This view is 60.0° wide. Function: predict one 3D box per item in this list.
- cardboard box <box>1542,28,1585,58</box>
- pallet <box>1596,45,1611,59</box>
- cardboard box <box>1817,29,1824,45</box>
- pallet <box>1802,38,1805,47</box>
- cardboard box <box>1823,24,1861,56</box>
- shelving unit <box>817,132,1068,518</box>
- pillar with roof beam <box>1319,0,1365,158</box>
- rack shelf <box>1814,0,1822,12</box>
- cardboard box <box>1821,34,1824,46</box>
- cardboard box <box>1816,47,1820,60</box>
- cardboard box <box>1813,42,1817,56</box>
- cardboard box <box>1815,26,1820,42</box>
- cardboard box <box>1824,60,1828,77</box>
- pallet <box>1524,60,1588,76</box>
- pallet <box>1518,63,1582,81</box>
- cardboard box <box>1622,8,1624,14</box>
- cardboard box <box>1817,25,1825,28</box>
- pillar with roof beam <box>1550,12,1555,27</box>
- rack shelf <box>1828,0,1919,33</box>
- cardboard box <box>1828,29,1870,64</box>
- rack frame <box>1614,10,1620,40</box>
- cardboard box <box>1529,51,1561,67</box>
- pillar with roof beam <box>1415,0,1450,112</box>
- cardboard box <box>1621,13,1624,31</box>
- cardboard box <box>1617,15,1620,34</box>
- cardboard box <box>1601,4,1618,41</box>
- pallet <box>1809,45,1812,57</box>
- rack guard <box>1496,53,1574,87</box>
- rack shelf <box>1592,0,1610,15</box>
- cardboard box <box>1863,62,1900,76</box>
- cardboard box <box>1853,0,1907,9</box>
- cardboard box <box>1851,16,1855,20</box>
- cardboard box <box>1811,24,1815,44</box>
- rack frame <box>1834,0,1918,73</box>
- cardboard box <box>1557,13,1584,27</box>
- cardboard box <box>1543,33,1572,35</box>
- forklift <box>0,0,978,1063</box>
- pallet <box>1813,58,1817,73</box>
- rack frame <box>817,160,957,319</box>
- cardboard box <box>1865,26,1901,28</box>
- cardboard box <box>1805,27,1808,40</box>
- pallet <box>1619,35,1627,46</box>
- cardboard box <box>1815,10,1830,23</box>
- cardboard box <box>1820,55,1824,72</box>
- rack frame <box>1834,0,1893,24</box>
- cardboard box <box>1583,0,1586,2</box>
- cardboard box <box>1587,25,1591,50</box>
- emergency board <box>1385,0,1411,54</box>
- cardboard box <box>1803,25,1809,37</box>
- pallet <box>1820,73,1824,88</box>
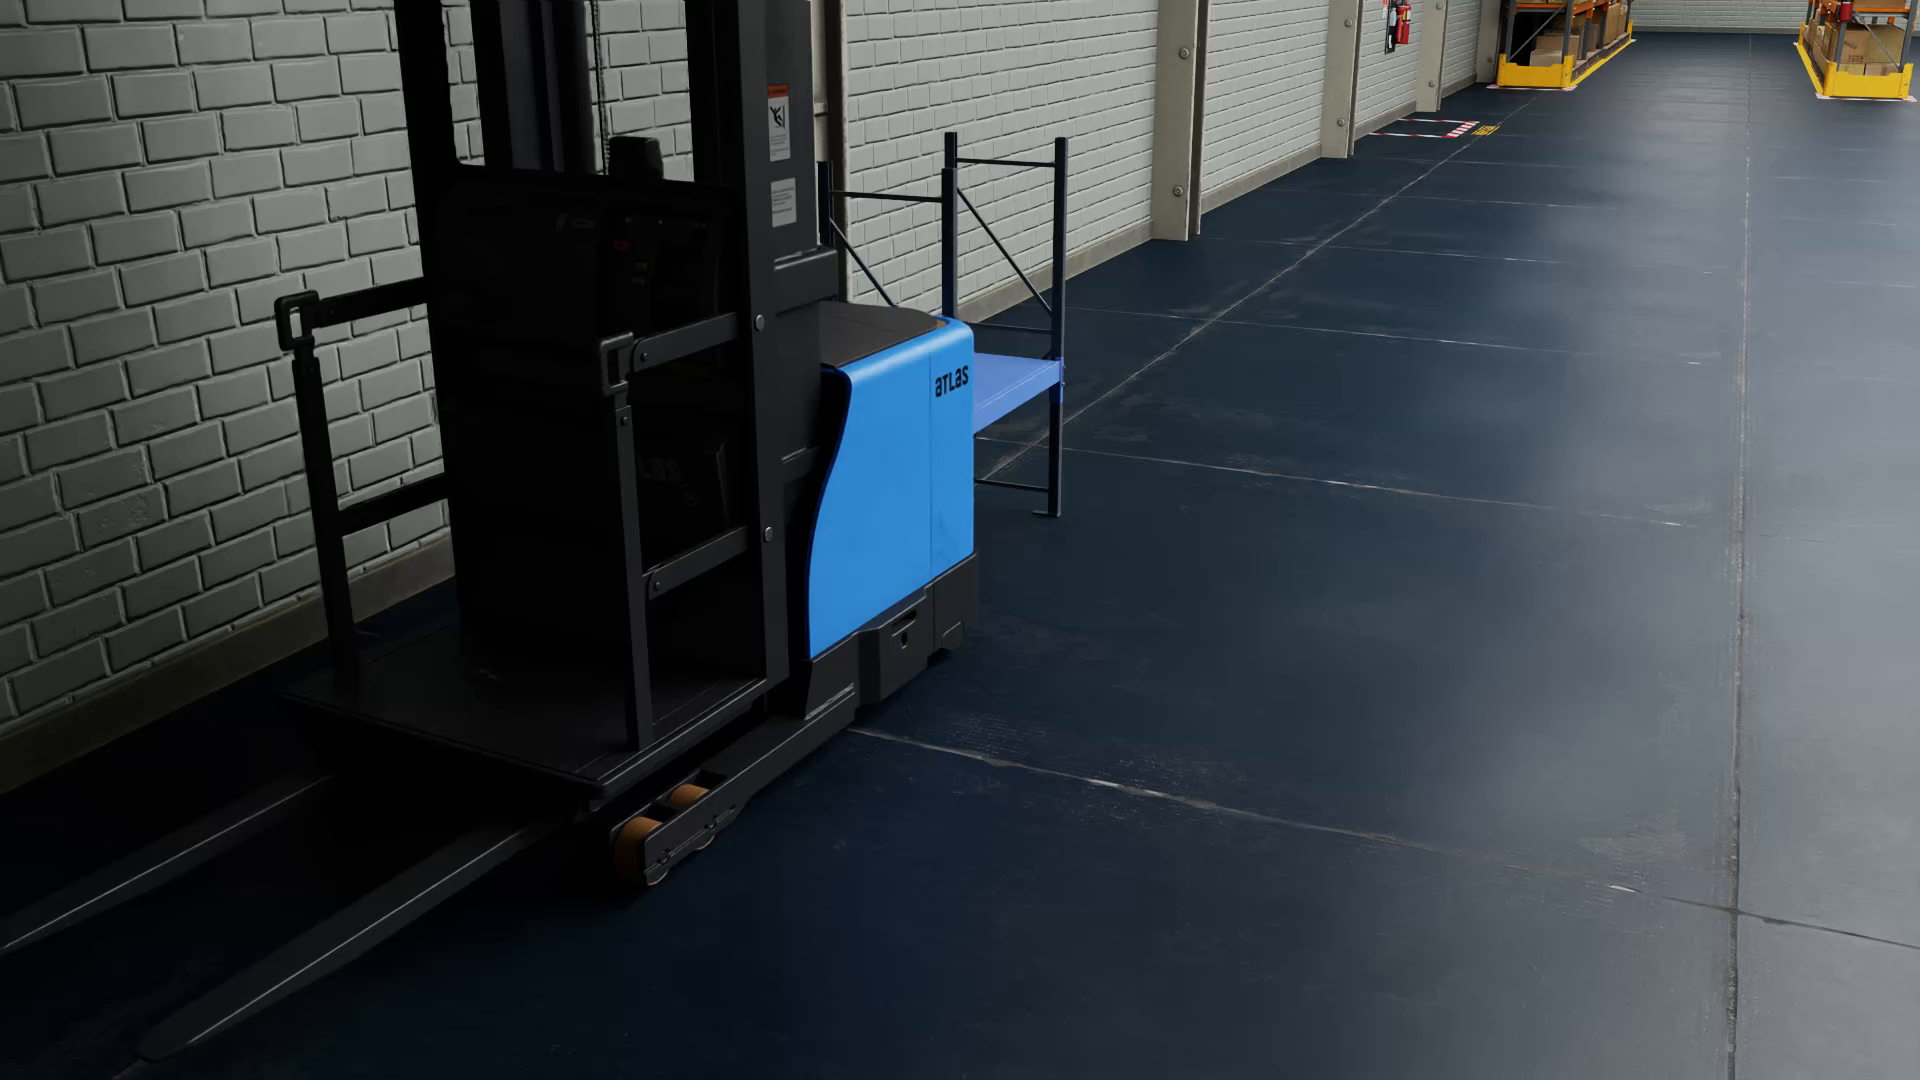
[{"bbox_3d":[11.515,-9.501,31.782,0.700,0.500,0.500,9,22,25],"label":"cardboard box"},{"bbox_3d":[13.258,-10.384,35.352,1.003,0.211,1.213,9,21,23],"label":"pallet"},{"bbox_3d":[16.276,-9.361,30.953,0.500,0.311,0.500,8,21,22],"label":"cardboard box"},{"bbox_3d":[20.306,-11.653,38.921,1.003,0.211,1.213,9,21,23],"label":"pallet"},{"bbox_3d":[14.864,-8.417,28.017,0.500,0.500,0.500,9,21,23],"label":"cardboard box"},{"bbox_3d":[-0.035,-0.681,6.144,0.538,1.500,1.048,9,21,23],"label":"shelving unit"},{"bbox_3d":[8.101,-7.922,15.314,9.100,9.000,0.400,9,21,23],"label":"pillar with roof beam"},{"bbox_3d":[18.206,-11.061,34.168,1.077,0.370,4.000,9,21,23],"label":"rack shelf"},{"bbox_3d":[15.653,-8.895,29.645,0.500,0.311,0.500,9,21,23],"label":"cardboard box"},{"bbox_3d":[16.072,-8.945,30.622,0.500,0.250,0.500,9,21,24],"label":"cardboard box"},{"bbox_3d":[16.700,-9.417,31.949,0.500,0.250,0.500,8,21,21],"label":"cardboard box"},{"bbox_3d":[16.905,-9.835,32.288,0.500,0.311,0.500,9,22,25],"label":"cardboard box"},{"bbox_3d":[14.255,-7.604,26.851,0.500,0.250,0.500,9,21,23],"label":"cardboard box"},{"bbox_3d":[10.986,-8.720,30.674,1.003,0.211,1.213,9,21,23],"label":"pallet"},{"bbox_3d":[10.487,-8.346,29.622,1.003,0.211,1.213,9,21,23],"label":"pallet"},{"bbox_3d":[15.424,-12.469,39.190,0.380,0.149,0.250,8,21,21],"label":"cardboard box"},{"bbox_3d":[17.556,-10.136,33.568,0.500,0.500,0.500,9,22,25],"label":"cardboard box"},{"bbox_3d":[17.929,-15.258,35.944,9.100,9.000,0.400,9,21,23],"label":"pillar with roof beam"},{"bbox_3d":[14.930,-8.615,27.291,1.077,0.370,4.000,9,21,23],"label":"rack shelf"},{"bbox_3d":[14.059,-7.803,26.292,0.500,0.500,0.500,9,21,23],"label":"cardboard box"},{"bbox_3d":[14.504,-12.690,37.674,1.000,3.000,0.127,9,21,23],"label":"rack frame"},{"bbox_3d":[9.956,-8.161,28.296,0.500,0.311,0.500,6,20,17],"label":"cardboard box"},{"bbox_3d":[10.558,-9.756,20.471,9.100,9.000,0.400,9,21,23],"label":"pillar with roof beam"},{"bbox_3d":[15.537,-12.398,39.958,0.700,0.500,0.500,8,21,21],"label":"cardboard box"},{"bbox_3d":[14.904,-11.925,38.626,0.700,0.500,0.500,9,21,23],"label":"cardboard box"},{"bbox_3d":[13.995,-11.386,36.590,0.750,0.750,0.750,9,22,24],"label":"cardboard box"},{"bbox_3d":[18.726,-10.444,35.520,1.003,0.211,1.213,9,21,23],"label":"pallet"},{"bbox_3d":[9.621,-7.867,27.844,1.175,0.500,0.348,9,21,23],"label":"rack guard"},{"bbox_3d":[12.047,-10.517,32.638,1.077,0.370,4.000,9,21,23],"label":"rack shelf"},{"bbox_3d":[14.534,-7.379,26.217,0.500,0.250,0.500,9,21,23],"label":"cardboard box"},{"bbox_3d":[14.314,-8.531,25.831,0.700,0.500,0.500,9,21,23],"label":"cardboard box"},{"bbox_3d":[20.665,-12.064,38.987,0.500,0.500,0.500,9,21,23],"label":"cardboard box"},{"bbox_3d":[18.185,-10.610,34.900,0.500,0.500,0.500,9,21,23],"label":"cardboard box"},{"bbox_3d":[14.111,-8.343,25.451,1.000,3.000,0.127,9,21,23],"label":"rack frame"},{"bbox_3d":[11.901,-10.149,32.485,0.500,0.250,0.500,8,21,21],"label":"cardboard box"},{"bbox_3d":[10.840,-8.951,30.235,0.500,0.500,0.500,7,21,19],"label":"cardboard box"},{"bbox_3d":[-1.080,-0.704,4.073,1.130,2.935,3.031,10,22,26],"label":"forklift"},{"bbox_3d":[16.513,-8.857,31.058,1.003,0.211,1.213,9,21,23],"label":"pallet"},{"bbox_3d":[-0.243,-0.525,5.707,0.500,1.500,0.032,9,21,23],"label":"rack frame"},{"bbox_3d":[15.150,-8.190,27.380,0.500,0.500,0.500,9,21,23],"label":"cardboard box"},{"bbox_3d":[19.307,-11.394,37.387,0.500,0.311,0.500,9,21,23],"label":"cardboard box"},{"bbox_3d":[15.385,-11.972,39.818,1.003,0.211,1.213,9,21,23],"label":"pallet"},{"bbox_3d":[17.990,-10.821,34.373,0.500,0.250,0.500,8,21,22],"label":"cardboard box"},{"bbox_3d":[14.864,-8.064,28.143,0.500,0.250,0.500,9,21,23],"label":"cardboard box"},{"bbox_3d":[15.749,-9.566,28.890,1.000,3.000,0.127,9,21,23],"label":"rack frame"},{"bbox_3d":[10.493,-9.381,28.566,0.500,0.250,0.500,8,21,22],"label":"cardboard box"},{"bbox_3d":[12.302,-10.128,33.544,0.700,0.500,0.500,9,21,23],"label":"cardboard box"},{"bbox_3d":[5.584,-6.770,21.028,0.194,1.169,0.643,9,21,23],"label":"emergency board"},{"bbox_3d":[19.977,-11.866,38.804,0.500,0.250,0.500,9,21,23],"label":"cardboard box"},{"bbox_3d":[14.887,-7.640,27.637,1.003,0.211,1.213,9,21,23],"label":"pallet"}]
